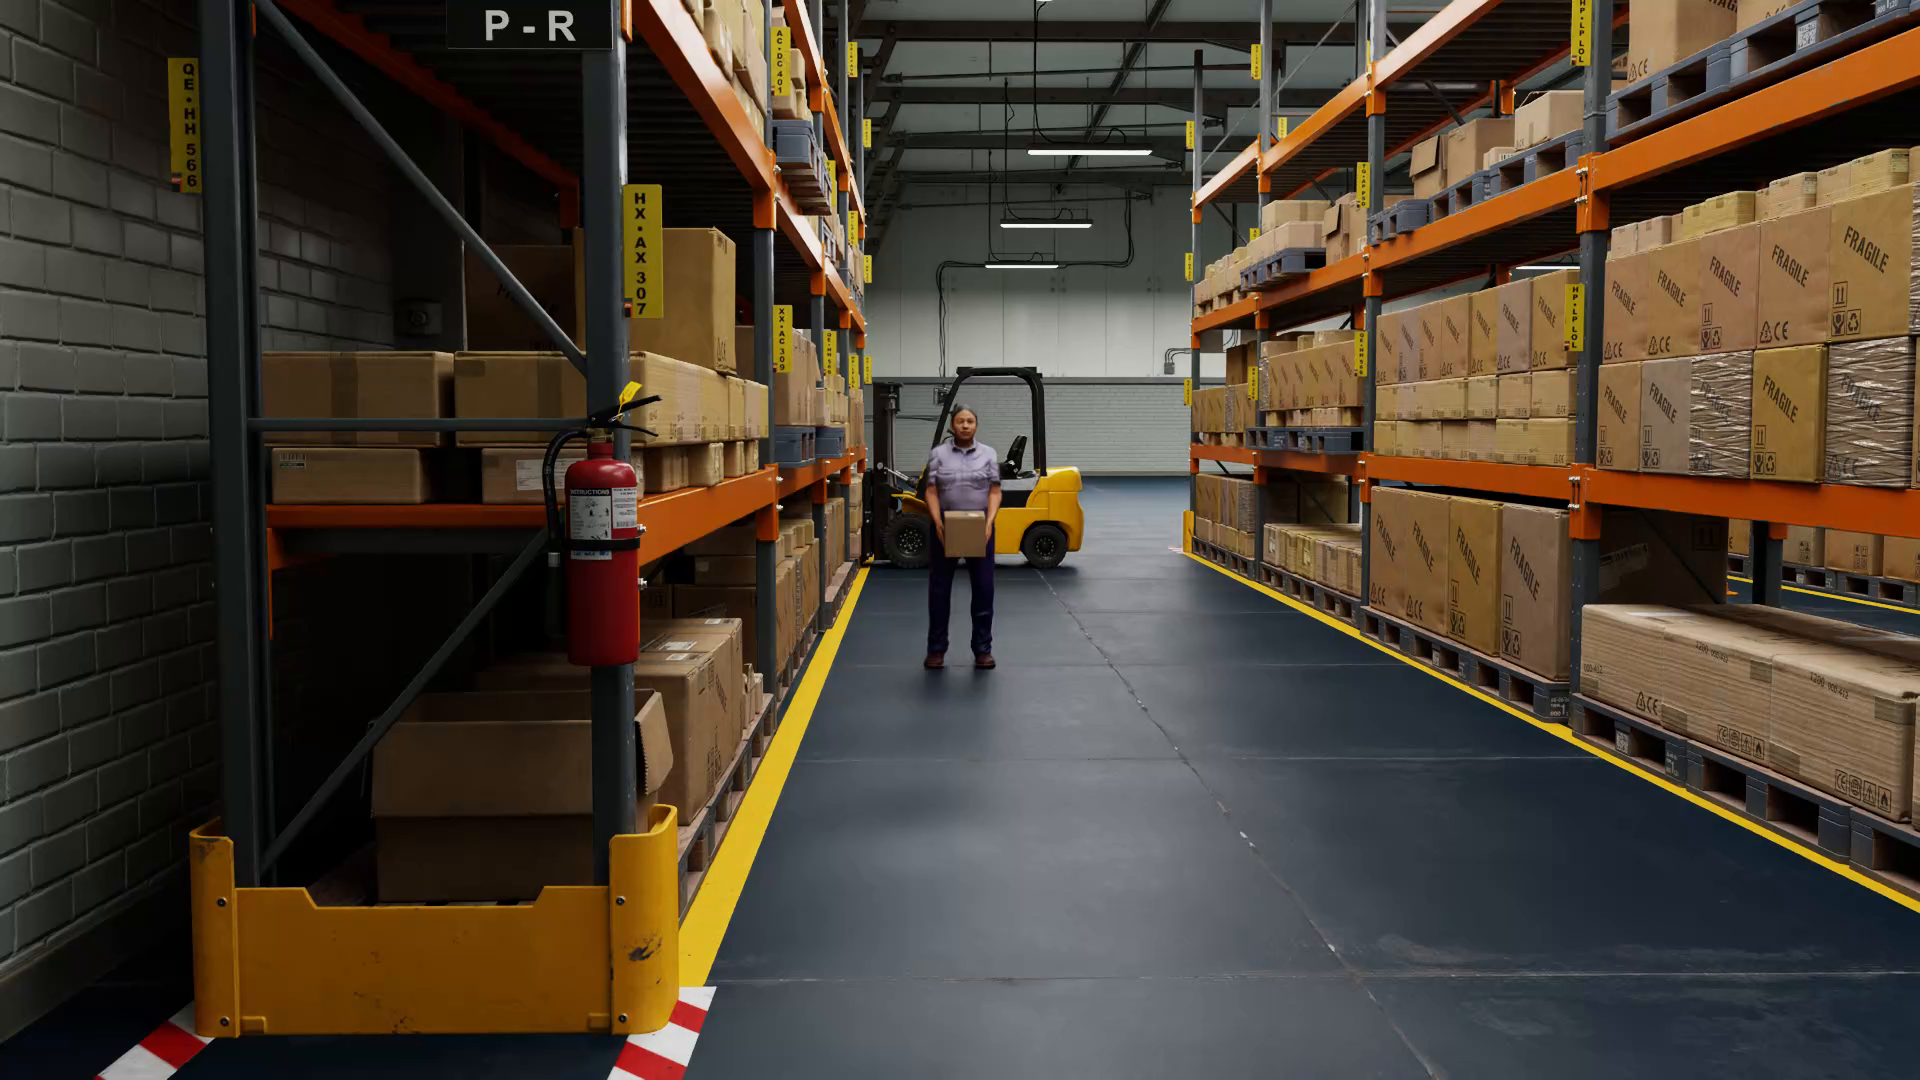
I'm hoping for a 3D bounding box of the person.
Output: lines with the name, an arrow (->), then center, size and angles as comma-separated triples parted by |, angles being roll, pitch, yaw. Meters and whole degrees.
person -> 0.020, -0.022, 10.488 | 0.550, 1.637, 0.367 | 0, 4, -2
